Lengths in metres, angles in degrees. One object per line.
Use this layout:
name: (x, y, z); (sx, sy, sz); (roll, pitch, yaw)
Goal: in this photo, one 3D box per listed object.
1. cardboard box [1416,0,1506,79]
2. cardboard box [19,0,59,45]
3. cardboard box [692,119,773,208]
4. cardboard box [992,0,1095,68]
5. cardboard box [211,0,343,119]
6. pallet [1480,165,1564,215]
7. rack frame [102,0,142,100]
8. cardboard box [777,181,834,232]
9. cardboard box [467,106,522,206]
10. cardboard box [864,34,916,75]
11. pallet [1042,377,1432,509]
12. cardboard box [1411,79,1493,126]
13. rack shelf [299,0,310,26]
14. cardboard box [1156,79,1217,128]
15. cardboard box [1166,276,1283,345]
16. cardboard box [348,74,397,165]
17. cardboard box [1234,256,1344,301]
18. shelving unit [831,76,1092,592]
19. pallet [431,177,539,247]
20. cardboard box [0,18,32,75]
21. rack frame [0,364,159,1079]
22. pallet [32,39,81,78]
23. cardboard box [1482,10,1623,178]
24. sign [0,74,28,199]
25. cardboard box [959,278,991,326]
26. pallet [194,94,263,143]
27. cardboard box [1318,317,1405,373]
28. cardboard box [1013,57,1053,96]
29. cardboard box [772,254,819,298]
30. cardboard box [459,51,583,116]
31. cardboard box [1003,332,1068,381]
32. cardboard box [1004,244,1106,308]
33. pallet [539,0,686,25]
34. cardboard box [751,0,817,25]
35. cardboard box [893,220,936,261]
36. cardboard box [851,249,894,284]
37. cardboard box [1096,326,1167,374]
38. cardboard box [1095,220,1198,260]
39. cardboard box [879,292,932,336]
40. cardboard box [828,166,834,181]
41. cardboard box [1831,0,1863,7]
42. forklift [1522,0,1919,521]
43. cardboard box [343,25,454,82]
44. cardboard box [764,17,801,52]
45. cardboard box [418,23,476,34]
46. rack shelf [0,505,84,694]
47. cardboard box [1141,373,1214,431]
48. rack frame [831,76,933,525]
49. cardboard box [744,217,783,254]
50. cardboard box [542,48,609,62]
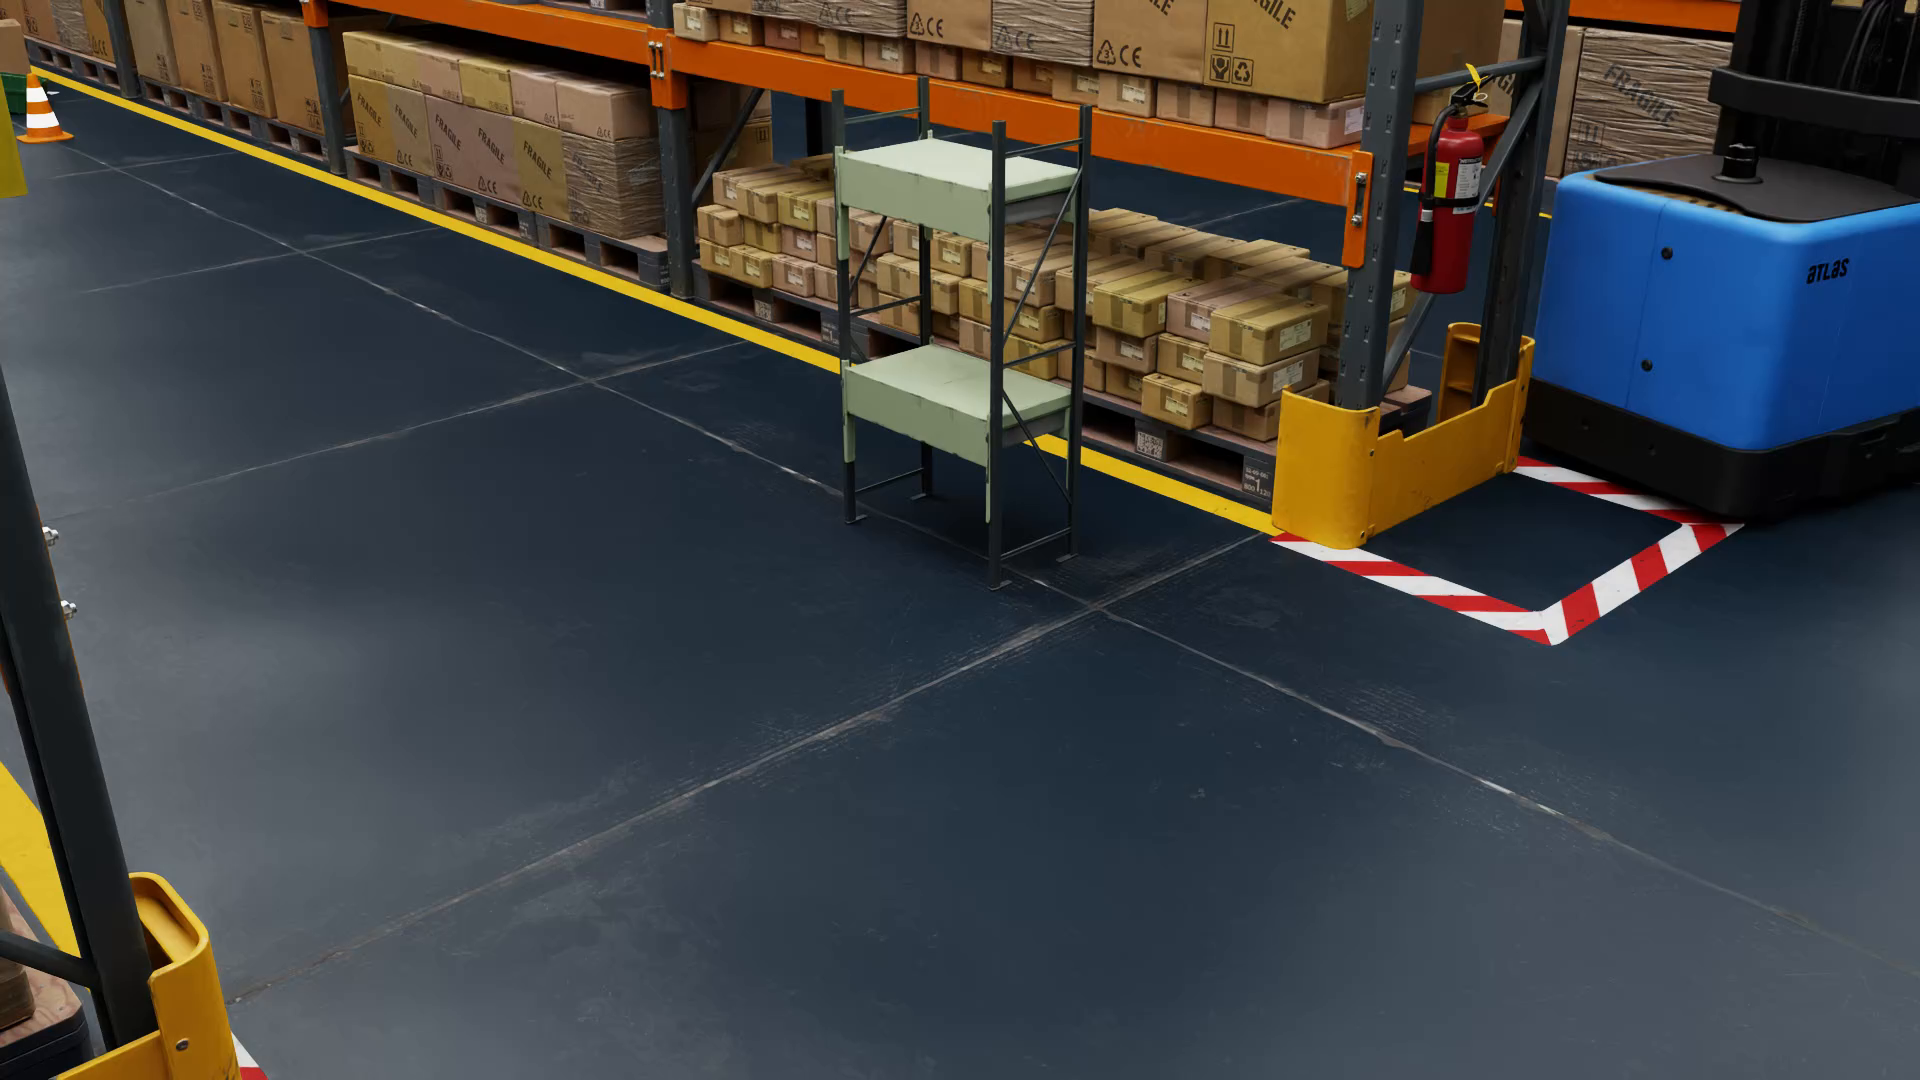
cardboard box: (1.562, -1.909, 5.842); (0.500, 0.500, 0.500); (-19, 31, -36)
cardboard box: (-8.154, -5.133, 15.442); (0.875, 0.875, 0.875); (-22, 32, -39)
cardboard box: (-1.378, -2.079, 9.199); (0.500, 0.500, 0.500); (-20, 31, -37)
cardboard box: (0.471, -2.066, 6.187); (0.500, 0.500, 0.500); (-21, 32, -38)
cardboard box: (-4.751, -3.579, 12.186); (1.050, 0.750, 0.750); (-21, 32, -38)
pallet: (3.924, -2.211, 10.343); (1.003, 0.211, 1.213); (-21, 32, -38)
rack frame: (-6.534, -5.150, 13.424); (1.000, 3.000, 0.127); (-21, 32, -38)
cardboard box: (-0.628, -1.565, 7.778); (0.380, 0.149, 0.250); (-22, 32, -39)
cardboard box: (-2.454, -2.245, 9.562); (0.500, 0.500, 0.500); (-22, 33, -40)
cardboard box: (-0.176, -2.048, 6.927); (0.380, 0.149, 0.250); (-20, 31, -36)
pallet: (1.086, -0.525, 6.646); (1.003, 0.211, 1.213); (-21, 32, -38)
cardboard box: (1.685, -1.591, 5.926); (0.380, 0.149, 0.250); (-22, 32, -39)
rack shelf: (-5.167, -4.216, 12.245); (1.077, 0.370, 4.000); (-21, 32, -38)
cardboard box: (0.913, -1.576, 5.893); (0.380, 0.149, 0.250); (-22, 32, -39)
cardboard box: (0.991, -0.860, 6.232); (0.380, 0.149, 0.250); (-20, 32, -37)
cardboard box: (-3.503, -2.705, 10.571); (0.500, 0.500, 0.500); (22, 33, 40)
cardboard box: (1.281, -0.983, 6.503); (0.380, 0.149, 0.250); (-21, 32, -38)
shelving unit: (-0.005, -0.684, 5.443); (0.431, 1.500, 0.755); (-21, 32, -38)
pallet: (-2.438, -2.062, 10.017); (1.003, 0.211, 1.213); (-21, 32, -38)
cardboard box: (-8.344, -4.193, 14.335); (0.500, 0.500, 0.500); (-15, 29, -30)
rack frame: (-1.879, -0.078, 2.307); (0.949, 2.616, 0.053); (-21, 32, -38)
pallet: (-7.835, -4.503, 15.367); (1.003, 0.211, 1.213); (-21, 32, -38)
cardboard box: (3.631, -2.831, 10.396); (0.875, 0.875, 0.875); (-21, 32, -38)
sign: (-1.467, -0.665, 2.455); (0.100, 0.325, 0.005); (-21, 32, -38)
cardboard box: (0.217, -1.015, 6.932); (0.380, 0.149, 0.250); (-19, 31, -36)
pallet: (-5.114, -3.299, 12.727); (1.003, 0.211, 1.213); (-21, 32, -38)
cardboard box: (1.497, -0.775, 6.405); (0.380, 0.149, 0.250); (-20, 31, -36)
cardboard box: (0.422, -1.834, 6.458); (0.250, 0.149, 0.380); (22, 33, 40)
cardboard box: (-0.662, -1.277, 7.865); (0.380, 0.149, 0.250); (-21, 32, -39)
cardboard box: (-2.473, -2.590, 9.417); (0.500, 0.250, 0.500); (22, 33, 39)
cardboard box: (0.390, -0.793, 6.802); (0.250, 0.149, 0.380); (22, 33, 39)
cardboard box: (0.366, -1.064, 6.681); (0.380, 0.149, 0.250); (-20, 31, -37)
pallet: (-1.483, -2.911, 8.749); (1.003, 0.211, 1.213); (-21, 32, -38)
cardboard box: (-0.568, -2.537, 7.219); (0.500, 0.500, 0.500); (-21, 32, -38)
cardboard box: (-0.073, -1.333, 7.269); (0.250, 0.149, 0.380); (22, 33, 40)
cardboard box: (-0.268, -1.267, 7.484); (0.380, 0.149, 0.250); (-19, 31, -36)
cardboard box: (0.742, -0.779, 6.415); (0.250, 0.149, 0.380); (22, 33, 40)
cardboard box: (0.790, -1.234, 7.054); (0.380, 0.149, 0.250); (-20, 31, -37)
cardboard box: (-0.136, -1.037, 7.338); (0.380, 0.149, 0.250); (-22, 33, -40)
cardboard box: (-0.430, -1.790, 8.273); (0.380, 0.149, 0.250); (-21, 32, -38)
cardboard box: (4.695, -2.869, 8.727); (0.380, 0.149, 0.250); (-21, 32, -38)
forklift: (3.712, -1.835, 6.241); (3.031, 2.935, 1.130); (-14, 28, -27)
cardboard box: (-3.506, -3.055, 10.435); (0.500, 0.250, 0.500); (22, 32, 39)
cardboard box: (-0.660, -2.310, 7.502); (0.250, 0.149, 0.380); (22, 33, 39)
cardboard box: (-3.142, -3.200, 10.752); (0.500, 0.250, 0.500); (-22, 33, -40)
rack shelf: (-3.244, -0.358, 3.787); (1.077, 0.370, 4.000); (-21, 32, -38)
cardboard box: (0.906, -0.558, 6.287); (0.380, 0.149, 0.250); (-20, 31, -37)
rack frame: (-0.255, -0.795, 5.686); (0.400, 1.500, 0.023); (-21, 32, -38)
cardboard box: (-0.814, -1.503, 8.002); (0.380, 0.149, 0.250); (-21, 32, -38)
cardboard box: (-2.090, -2.736, 9.736); (0.500, 0.250, 0.500); (-20, 31, -37)
